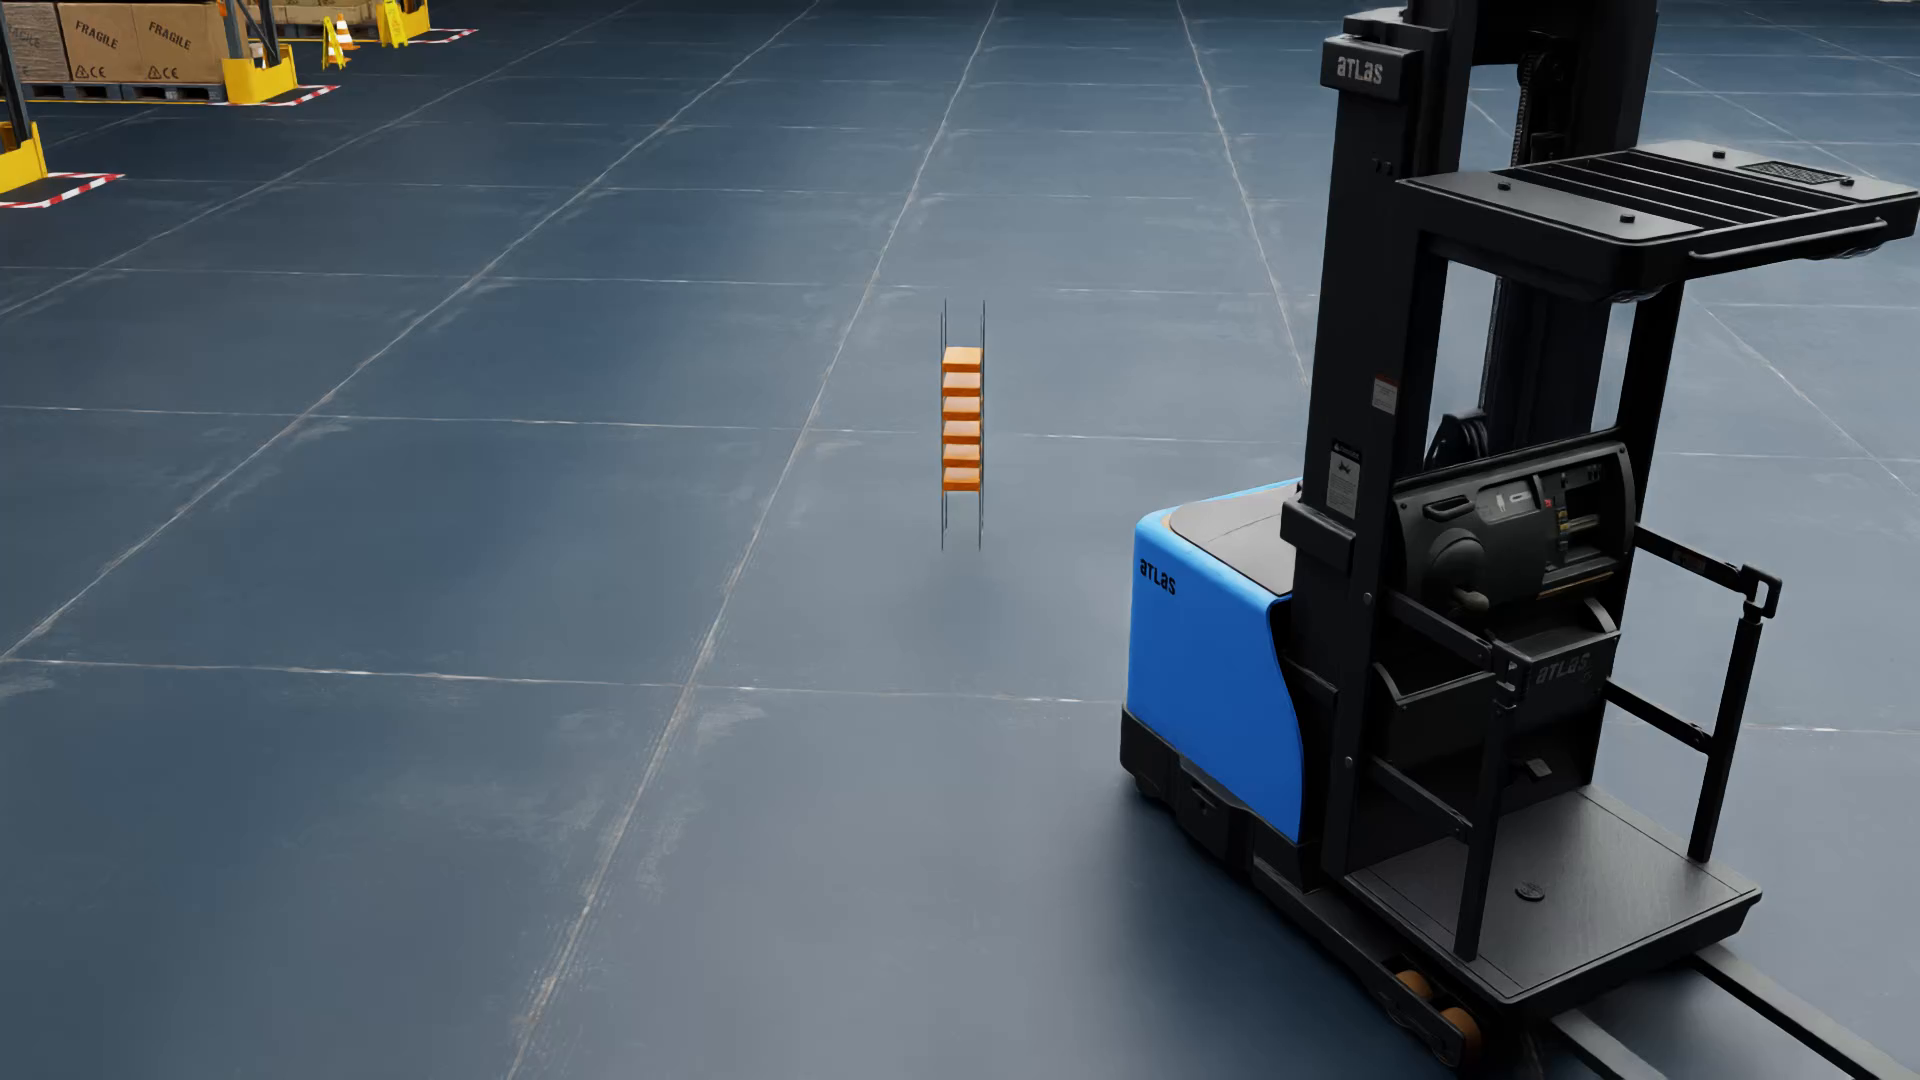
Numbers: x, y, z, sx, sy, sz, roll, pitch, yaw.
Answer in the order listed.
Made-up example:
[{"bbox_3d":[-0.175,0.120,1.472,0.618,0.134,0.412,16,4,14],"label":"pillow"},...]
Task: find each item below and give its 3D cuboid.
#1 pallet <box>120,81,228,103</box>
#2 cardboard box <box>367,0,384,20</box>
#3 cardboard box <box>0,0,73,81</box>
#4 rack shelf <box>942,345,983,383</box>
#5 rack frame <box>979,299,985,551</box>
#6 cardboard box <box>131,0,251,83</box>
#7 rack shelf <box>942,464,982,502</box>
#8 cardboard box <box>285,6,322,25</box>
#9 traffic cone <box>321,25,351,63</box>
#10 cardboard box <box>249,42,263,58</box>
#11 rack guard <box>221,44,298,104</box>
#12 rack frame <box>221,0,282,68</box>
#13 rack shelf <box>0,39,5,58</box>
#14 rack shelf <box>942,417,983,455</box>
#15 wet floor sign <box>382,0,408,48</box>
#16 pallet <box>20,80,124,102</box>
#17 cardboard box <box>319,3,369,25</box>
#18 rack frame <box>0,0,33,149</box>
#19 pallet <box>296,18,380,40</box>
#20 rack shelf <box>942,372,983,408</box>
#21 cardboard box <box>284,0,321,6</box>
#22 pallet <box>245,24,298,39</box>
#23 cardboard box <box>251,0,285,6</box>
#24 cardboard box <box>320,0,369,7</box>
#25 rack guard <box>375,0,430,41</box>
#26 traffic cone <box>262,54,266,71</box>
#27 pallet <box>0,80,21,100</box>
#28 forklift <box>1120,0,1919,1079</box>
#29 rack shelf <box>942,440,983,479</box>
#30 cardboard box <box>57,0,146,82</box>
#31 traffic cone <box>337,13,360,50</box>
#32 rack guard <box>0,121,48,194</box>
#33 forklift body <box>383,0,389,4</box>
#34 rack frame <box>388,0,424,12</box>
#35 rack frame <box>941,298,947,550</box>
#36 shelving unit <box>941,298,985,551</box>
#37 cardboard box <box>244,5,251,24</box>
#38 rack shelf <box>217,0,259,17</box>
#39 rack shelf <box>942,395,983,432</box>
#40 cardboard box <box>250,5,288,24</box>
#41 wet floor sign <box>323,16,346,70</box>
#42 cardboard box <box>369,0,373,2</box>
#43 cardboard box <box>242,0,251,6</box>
[{"bbox_3d":[-9.080,-5.370,19.668,1.213,0.211,1.003,2,25,4],"label":"pallet"},{"bbox_3d":[-8.782,-7.793,24.384,0.500,0.250,0.500,2,25,4],"label":"cardboard box"},{"bbox_3d":[-10.744,-5.921,19.568,0.875,0.875,0.875,2,25,4],"label":"cardboard box"},{"bbox_3d":[0.014,-0.831,7.866,0.180,0.103,0.258,2,25,4],"label":"rack shelf"},{"bbox_3d":[0.106,-0.542,7.992,0.006,1.200,0.240,2,25,4],"label":"rack frame"},{"bbox_3d":[-8.958,-5.863,19.444,0.875,0.875,0.875,2,25,4],"label":"cardboard box"},{"bbox_3d":[0.014,-0.286,8.117,0.180,0.103,0.258,2,25,4],"label":"rack shelf"},{"bbox_3d":[-9.341,-7.585,23.933,0.500,0.250,0.500,2,25,4],"label":"cardboard box"},{"bbox_3d":[-8.272,-6.560,21.953,0.334,0.463,0.336,2,25,4],"label":"traffic cone"},{"bbox_3d":[-9.460,-6.615,22.448,0.250,0.149,0.380,16,29,31],"label":"cardboard box"},{"bbox_3d":[-8.253,-5.507,19.621,0.348,0.500,1.175,2,25,4],"label":"rack guard"},{"bbox_3d":[-8.277,-6.644,19.100,0.127,3.000,1.000,2,25,4],"label":"rack frame"},{"bbox_3d":[-10.752,-4.317,14.904,4.000,0.370,1.077,2,25,4],"label":"rack shelf"},{"bbox_3d":[0.014,-0.504,8.017,0.180,0.103,0.258,2,25,4],"label":"rack shelf"},{"bbox_3d":[-7.891,-7.188,23.100,0.232,0.644,0.267,11,27,22],"label":"wet floor sign"},{"bbox_3d":[-10.293,-5.410,19.755,1.213,0.211,1.003,2,25,4],"label":"pallet"},{"bbox_3d":[-8.849,-7.566,23.892,0.500,0.250,0.500,2,25,4],"label":"cardboard box"},{"bbox_3d":[-8.757,-4.580,14.614,0.127,3.000,1.000,2,25,4],"label":"rack frame"},{"bbox_3d":[-8.882,-7.486,24.267,1.213,0.211,1.003,2,25,4],"label":"pallet"},{"bbox_3d":[0.014,-0.722,7.916,0.180,0.103,0.258,2,25,4],"label":"rack shelf"},{"bbox_3d":[-9.338,-7.925,23.774,0.500,0.500,0.500,3,25,6],"label":"cardboard box"},{"bbox_3d":[-10.095,-7.527,24.355,1.213,0.211,1.003,2,25,4],"label":"pallet"},{"bbox_3d":[-9.841,-7.944,23.815,0.500,0.500,0.500,1,25,3],"label":"cardboard box"},{"bbox_3d":[-8.818,-7.909,23.740,0.500,0.500,0.500,2,25,4],"label":"cardboard box"},{"bbox_3d":[-8.075,-7.577,24.118,0.348,0.500,1.175,2,25,4],"label":"rack guard"},{"bbox_3d":[-8.698,-6.100,20.953,0.334,0.463,0.336,2,25,4],"label":"traffic cone"},{"bbox_3d":[-11.513,-5.448,19.837,1.213,0.211,1.003,2,25,4],"label":"pallet"},{"bbox_3d":[1.755,-0.003,4.750,1.130,2.935,3.031,-13,28,-26],"label":"forklift"},{"bbox_3d":[0.014,-0.395,8.067,0.180,0.103,0.258,2,25,4],"label":"rack shelf"},{"bbox_3d":[-9.836,-5.891,19.503,0.875,0.875,0.875,1,25,3],"label":"cardboard box"},{"bbox_3d":[-8.526,-7.034,22.982,0.334,0.463,0.336,2,25,4],"label":"traffic cone"},{"bbox_3d":[-8.833,-3.447,15.142,0.348,0.500,1.175,2,25,4],"label":"rack guard"},{"bbox_3d":[-9.653,-9.694,26.744,1.214,2.155,2.313,2,25,4],"label":"forklift body"},{"bbox_3d":[-7.999,-8.710,23.591,0.127,3.000,1.000,2,25,4],"label":"rack frame"},{"bbox_3d":[-0.077,-0.548,8.005,0.006,1.200,0.240,2,25,4],"label":"rack frame"},{"bbox_3d":[0.014,-0.545,7.998,0.189,1.200,0.258,2,25,4],"label":"shelving unit"},{"bbox_3d":[-10.357,-7.620,24.009,0.500,0.250,0.500,2,25,3],"label":"cardboard box"},{"bbox_3d":[-10.271,-6.381,19.389,4.000,0.370,1.077,2,25,4],"label":"rack shelf"},{"bbox_3d":[0.014,-0.613,7.967,0.180,0.103,0.258,2,25,4],"label":"rack shelf"},{"bbox_3d":[-9.863,-7.600,23.965,0.500,0.250,0.500,1,25,2],"label":"cardboard box"},{"bbox_3d":[-8.097,-6.398,21.384,0.232,0.644,0.267,-2,25,-5],"label":"wet floor sign"},{"bbox_3d":[-8.806,-8.134,24.229,0.500,0.500,0.500,1,25,2],"label":"cardboard box"},{"bbox_3d":[-10.368,-7.959,23.849,0.500,0.500,0.500,3,25,7],"label":"cardboard box"}]
